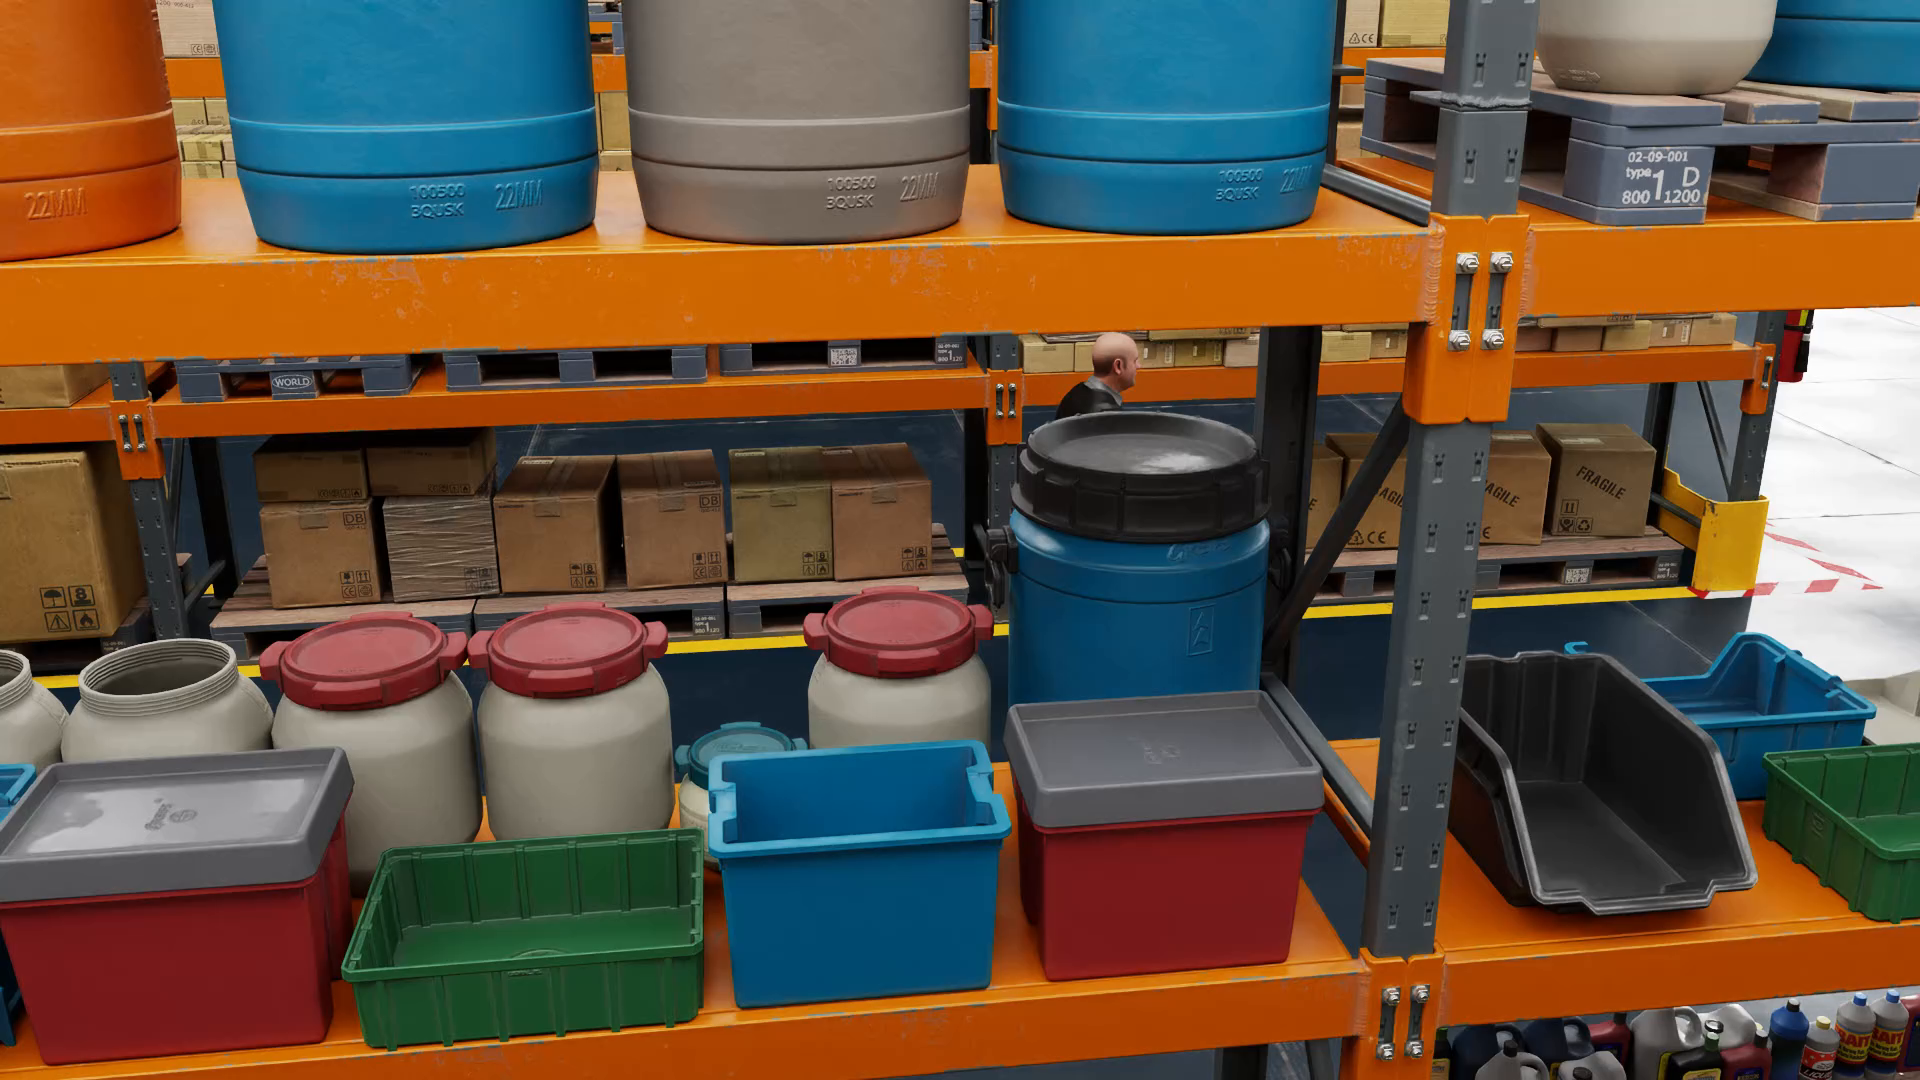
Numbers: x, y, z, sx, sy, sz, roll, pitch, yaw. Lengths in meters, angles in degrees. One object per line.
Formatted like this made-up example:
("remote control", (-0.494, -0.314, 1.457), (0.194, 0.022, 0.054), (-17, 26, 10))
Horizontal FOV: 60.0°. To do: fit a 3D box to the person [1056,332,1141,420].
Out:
("person", (0.580, -0.050, 7.244), (0.416, 1.722, 0.593), (-4, 20, -10))
